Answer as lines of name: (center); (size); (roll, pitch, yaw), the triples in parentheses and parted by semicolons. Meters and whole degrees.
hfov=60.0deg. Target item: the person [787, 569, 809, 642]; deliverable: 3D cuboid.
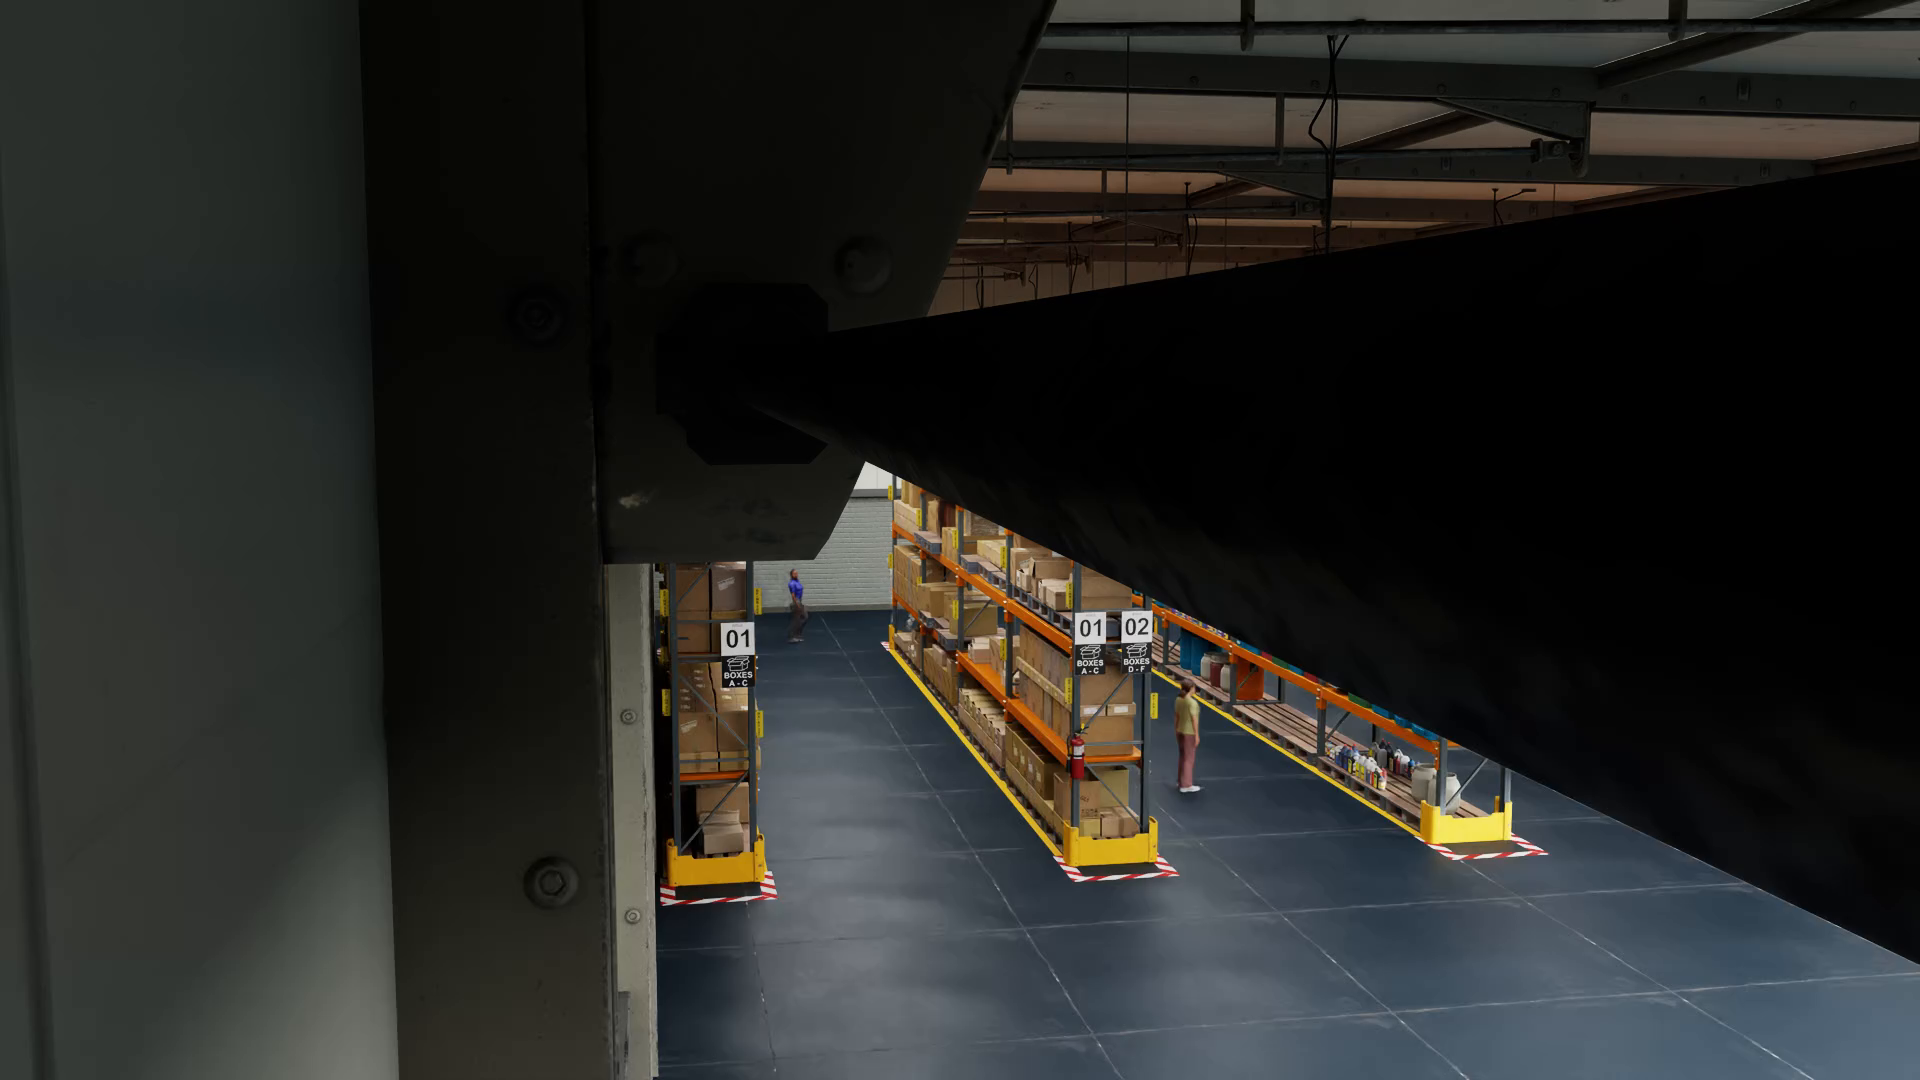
person: (-3.637, 1.483, 37.276); (0.497, 1.674, 0.495); (0, 6, -3)

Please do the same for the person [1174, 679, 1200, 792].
person: (3.389, 2.879, 24.449); (0.429, 1.709, 0.503); (-3, 7, -29)

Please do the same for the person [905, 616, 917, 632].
person: (-0.835, 1.313, 38.206); (0.692, 1.759, 0.571); (4, 7, 30)
